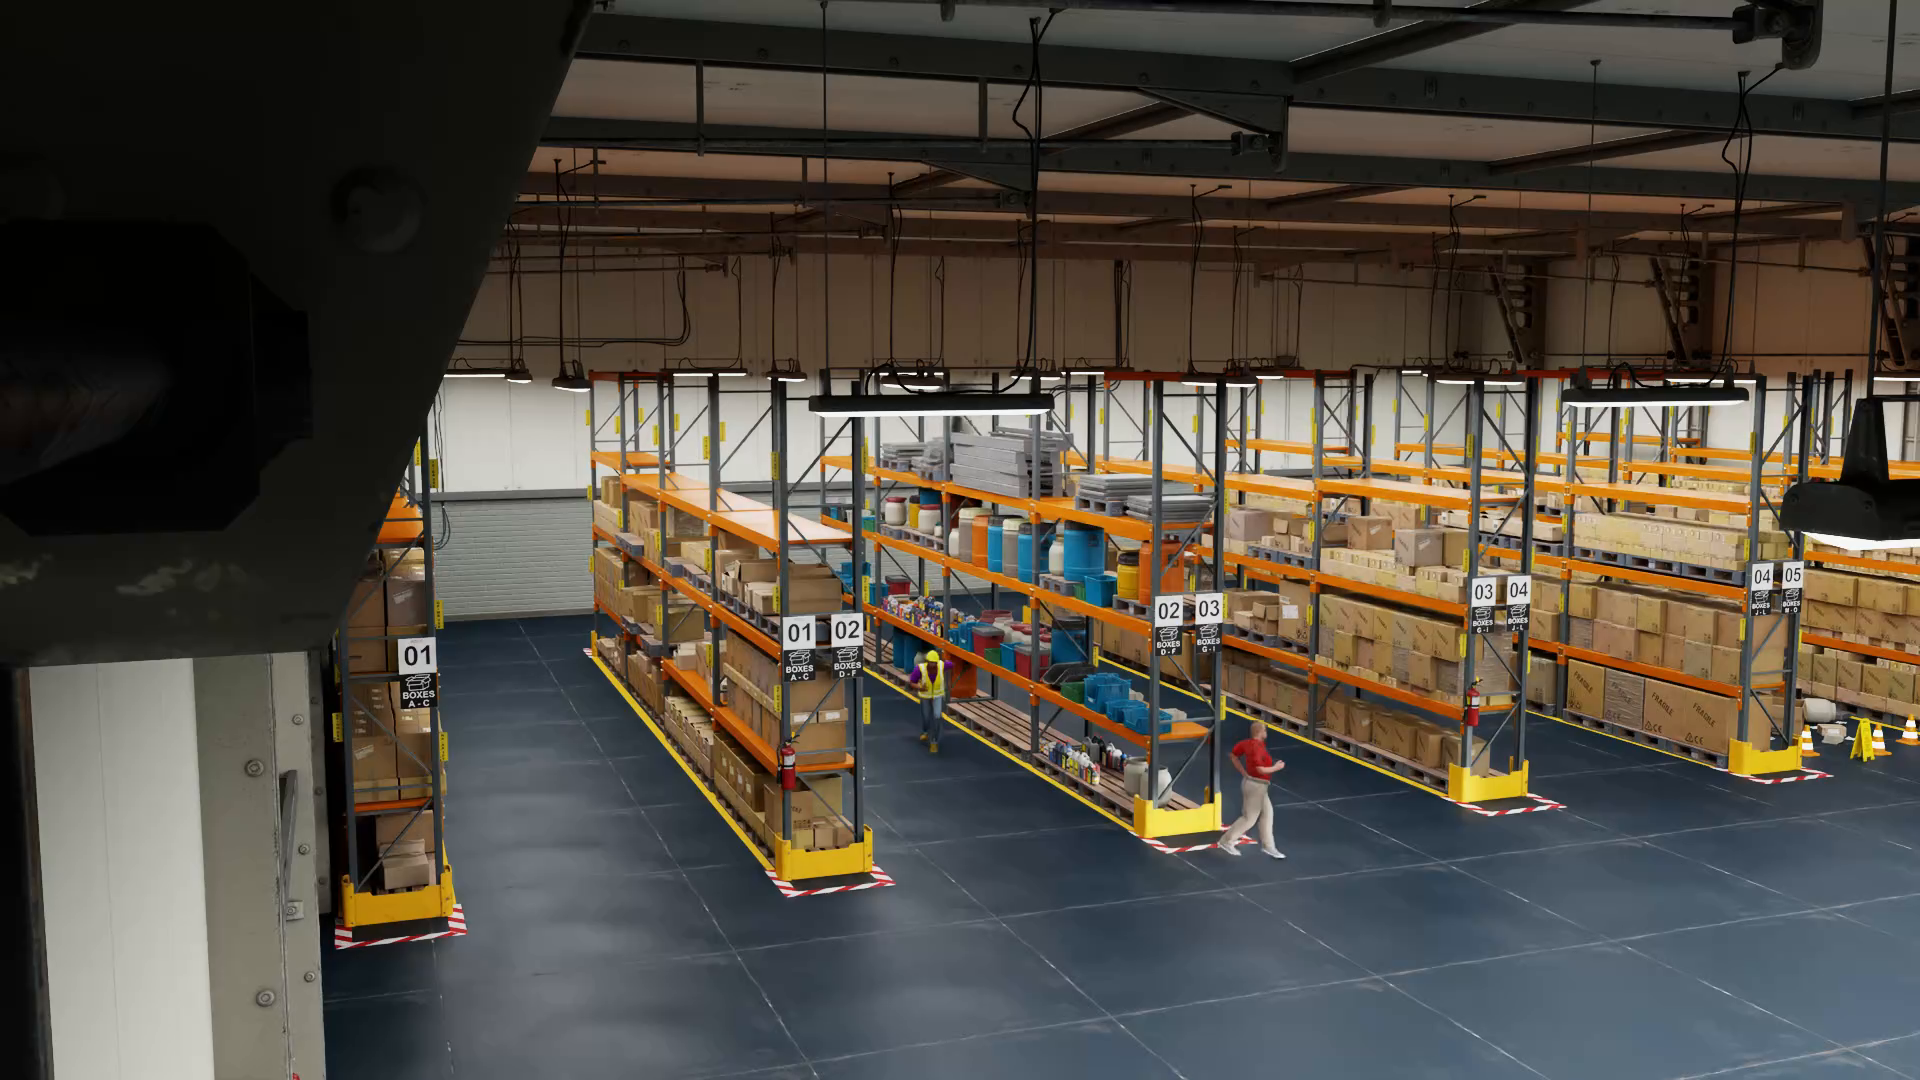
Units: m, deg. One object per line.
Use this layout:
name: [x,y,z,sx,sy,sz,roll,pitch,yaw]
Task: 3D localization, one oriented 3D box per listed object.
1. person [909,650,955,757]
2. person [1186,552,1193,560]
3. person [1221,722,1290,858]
person: [-0.458,2.560,26.614,0.746,1.716,1.045,-1,6,-10]
person: [5.368,1.118,39.196,0.694,1.728,0.539,-1,6,-7]
person: [3.725,3.159,20.817,0.911,1.759,0.641,0,6,-3]
